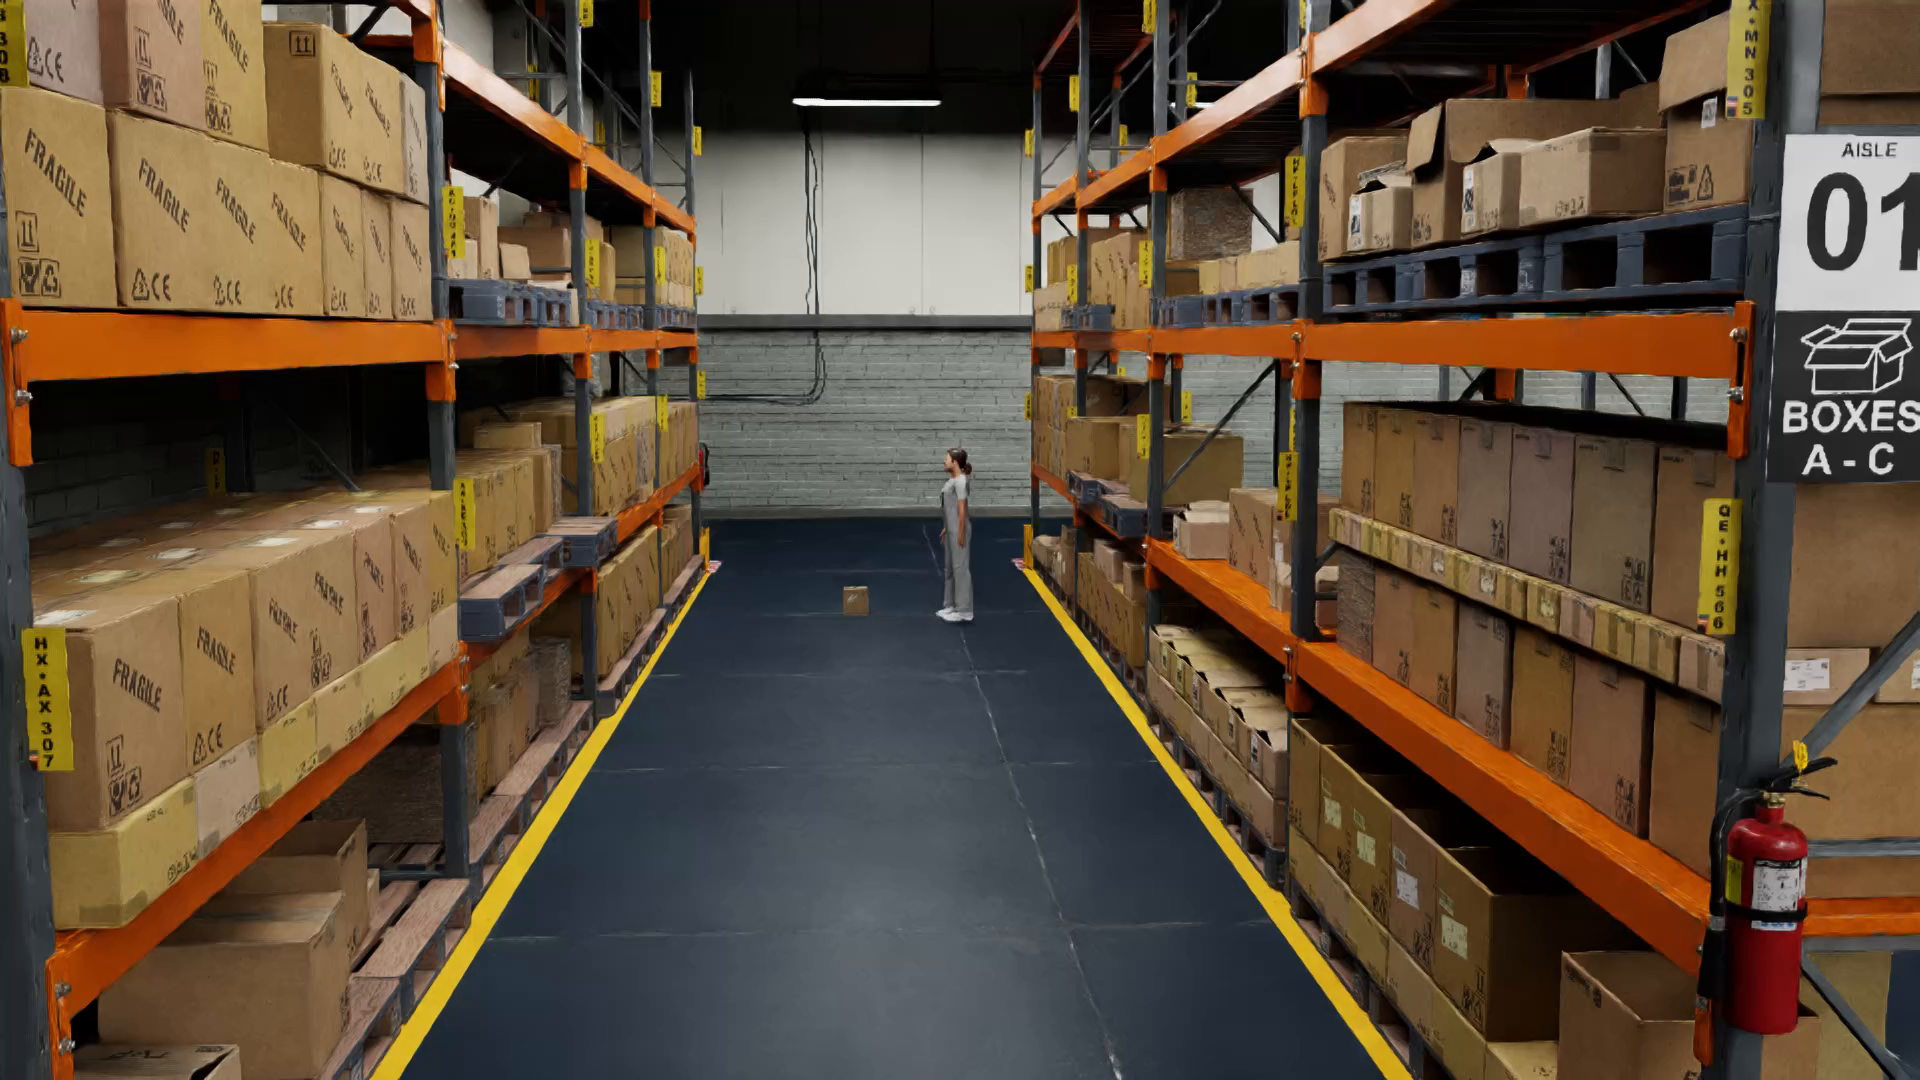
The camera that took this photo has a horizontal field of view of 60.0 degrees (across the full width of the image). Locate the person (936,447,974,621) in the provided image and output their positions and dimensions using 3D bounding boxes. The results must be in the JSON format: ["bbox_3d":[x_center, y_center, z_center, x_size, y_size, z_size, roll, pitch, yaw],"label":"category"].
[{"bbox_3d":[-0.049,-0.070,16.238,0.370,1.669,0.478,-1,7,-10],"label":"person"}]
